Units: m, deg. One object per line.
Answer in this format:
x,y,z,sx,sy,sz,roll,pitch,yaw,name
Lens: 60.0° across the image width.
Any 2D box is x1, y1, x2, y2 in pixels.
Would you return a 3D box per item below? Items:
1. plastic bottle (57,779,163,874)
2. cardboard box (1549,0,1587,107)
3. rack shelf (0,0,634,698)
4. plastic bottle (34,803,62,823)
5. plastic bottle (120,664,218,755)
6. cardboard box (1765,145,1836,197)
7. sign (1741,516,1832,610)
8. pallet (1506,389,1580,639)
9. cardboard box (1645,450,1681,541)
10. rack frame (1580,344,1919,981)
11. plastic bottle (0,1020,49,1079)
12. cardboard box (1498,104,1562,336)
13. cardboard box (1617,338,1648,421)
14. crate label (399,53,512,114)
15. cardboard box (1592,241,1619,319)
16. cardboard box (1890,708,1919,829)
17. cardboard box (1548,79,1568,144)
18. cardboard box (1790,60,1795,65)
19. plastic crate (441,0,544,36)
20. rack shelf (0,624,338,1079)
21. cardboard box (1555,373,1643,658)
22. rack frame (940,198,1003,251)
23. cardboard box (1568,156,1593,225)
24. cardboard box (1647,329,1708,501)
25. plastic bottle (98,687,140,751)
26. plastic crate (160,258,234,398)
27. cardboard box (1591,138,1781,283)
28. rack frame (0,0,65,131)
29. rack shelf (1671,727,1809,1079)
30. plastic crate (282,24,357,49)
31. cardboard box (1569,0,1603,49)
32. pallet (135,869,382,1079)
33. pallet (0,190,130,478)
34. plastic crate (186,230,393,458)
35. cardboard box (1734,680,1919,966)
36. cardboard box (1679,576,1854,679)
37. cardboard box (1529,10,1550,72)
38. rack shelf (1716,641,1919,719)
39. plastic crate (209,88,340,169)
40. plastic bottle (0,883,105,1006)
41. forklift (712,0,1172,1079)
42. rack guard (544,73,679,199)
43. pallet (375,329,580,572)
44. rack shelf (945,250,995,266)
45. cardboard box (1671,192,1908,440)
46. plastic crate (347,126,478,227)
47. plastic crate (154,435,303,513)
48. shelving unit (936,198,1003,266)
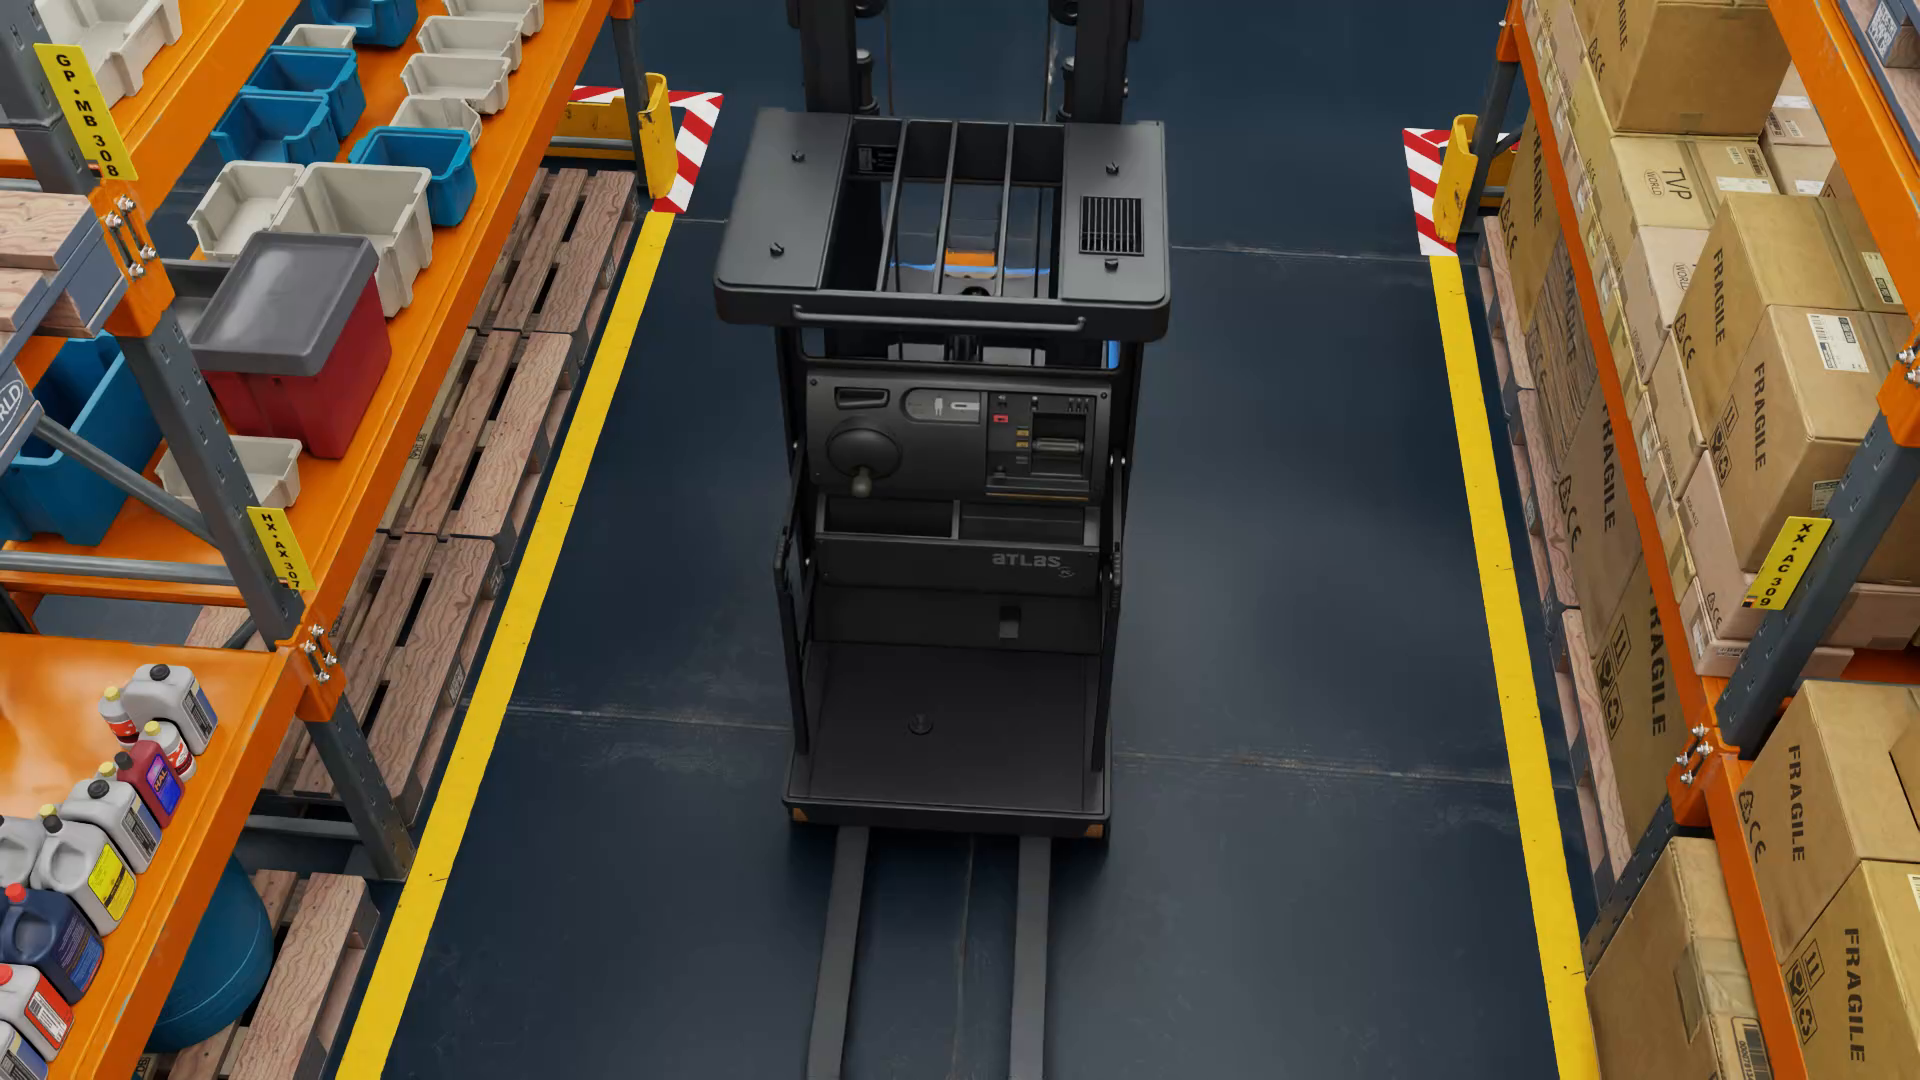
-2.130,0.703,4.158,0.152,0.276,0.135,4,48,4,plastic bottle
2.561,-1.858,6.316,0.500,0.250,0.500,3,48,3,cardboard box
-2.201,-1.146,6.253,1.077,0.370,4.000,4,48,4,rack shelf
-2.256,0.733,4.181,0.097,0.201,0.097,0,48,0,plastic bottle
-2.097,0.434,4.404,0.152,0.276,0.135,4,48,4,plastic bottle
2.998,-1.071,5.597,0.500,0.250,0.500,4,48,4,cardboard box
1.997,0.059,4.023,0.100,0.325,0.005,4,48,4,sign
2.805,-0.097,6.696,1.003,0.211,1.213,4,48,4,pallet
2.298,-0.125,5.002,0.380,0.149,0.250,3,48,3,cardboard box
2.550,0.414,4.338,1.000,3.000,0.127,4,48,4,rack frame
-2.199,1.258,3.651,0.152,0.276,0.367,4,48,4,plastic bottle
2.935,-1.474,7.221,0.875,0.875,0.875,4,48,4,cardboard box
2.344,-0.503,5.348,0.380,0.149,0.250,5,48,4,cardboard box
-1.954,-1.760,6.465,0.396,0.136,0.243,4,48,4,crate label
2.392,-0.878,5.691,0.380,0.149,0.250,5,48,4,cardboard box
2.500,0.512,3.501,0.797,0.503,0.637,3,48,3,cardboard box
2.486,-1.633,6.381,0.380,0.149,0.250,3,48,3,cardboard box
3.087,-1.828,6.289,0.500,0.250,0.500,3,48,3,cardboard box
-1.912,-2.178,6.847,0.396,0.136,0.243,4,48,4,plastic crate
-2.565,1.794,3.564,1.077,0.370,4.000,4,48,4,rack shelf
2.771,-0.151,6.011,0.875,0.875,0.875,4,48,4,cardboard box
0.043,-0.885,6.746,0.240,1.200,0.006,3,48,3,rack frame
2.438,-1.257,6.037,0.380,0.149,0.250,3,48,3,cardboard box
2.373,-0.358,4.945,0.500,0.250,0.500,5,48,5,cardboard box
-2.223,0.465,4.427,0.097,0.201,0.097,0,48,0,plastic bottle
-2.548,-0.687,5.491,0.437,0.125,0.590,4,48,4,plastic crate
2.469,-1.105,5.628,0.500,0.250,0.500,3,48,3,cardboard box
-2.383,-1.943,2.429,1.000,3.000,0.127,4,48,4,rack frame
2.367,2.127,3.260,1.077,0.370,4.000,4,48,4,rack shelf
-2.542,-1.901,6.594,0.250,0.136,0.298,4,48,4,plastic crate
2.556,-2.126,6.053,0.500,0.500,0.500,3,48,3,cardboard box
-2.495,1.587,5.156,1.003,0.211,1.213,4,48,4,pallet
-2.357,-0.285,3.073,1.213,0.211,1.003,4,48,4,pallet
-2.052,-0.600,5.182,0.402,0.464,0.583,4,48,4,plastic crate
2.259,0.702,4.008,0.500,0.500,0.500,4,48,4,cardboard box
2.251,0.253,4.656,0.380,0.149,0.250,4,48,4,cardboard box
2.531,-2.013,6.729,0.380,0.149,0.250,3,48,3,cardboard box
2.732,-0.879,5.876,0.919,0.124,3.809,4,48,4,rack shelf
-2.516,-1.474,6.139,0.416,0.233,0.300,4,48,4,plastic crate
-2.158,0.931,3.899,0.144,0.351,0.185,4,48,4,plastic bottle
-0.019,-0.212,4.958,1.130,2.935,3.031,3,48,3,forklift
-2.029,-2.033,8.271,1.175,0.500,0.348,4,48,4,rack guard
-2.246,-0.420,6.991,1.003,0.211,1.213,4,48,4,pallet
0.037,-1.031,6.452,0.258,0.103,0.180,3,48,3,rack shelf
2.375,-0.612,4.669,0.500,0.500,0.500,4,48,4,cardboard box
-1.950,-1.295,5.975,0.416,0.233,0.300,4,48,4,plastic crate
-2.198,-0.182,5.022,0.396,0.136,0.243,4,48,4,plastic crate
0.037,-0.818,6.685,0.258,1.200,0.189,3,48,3,shelving unit
